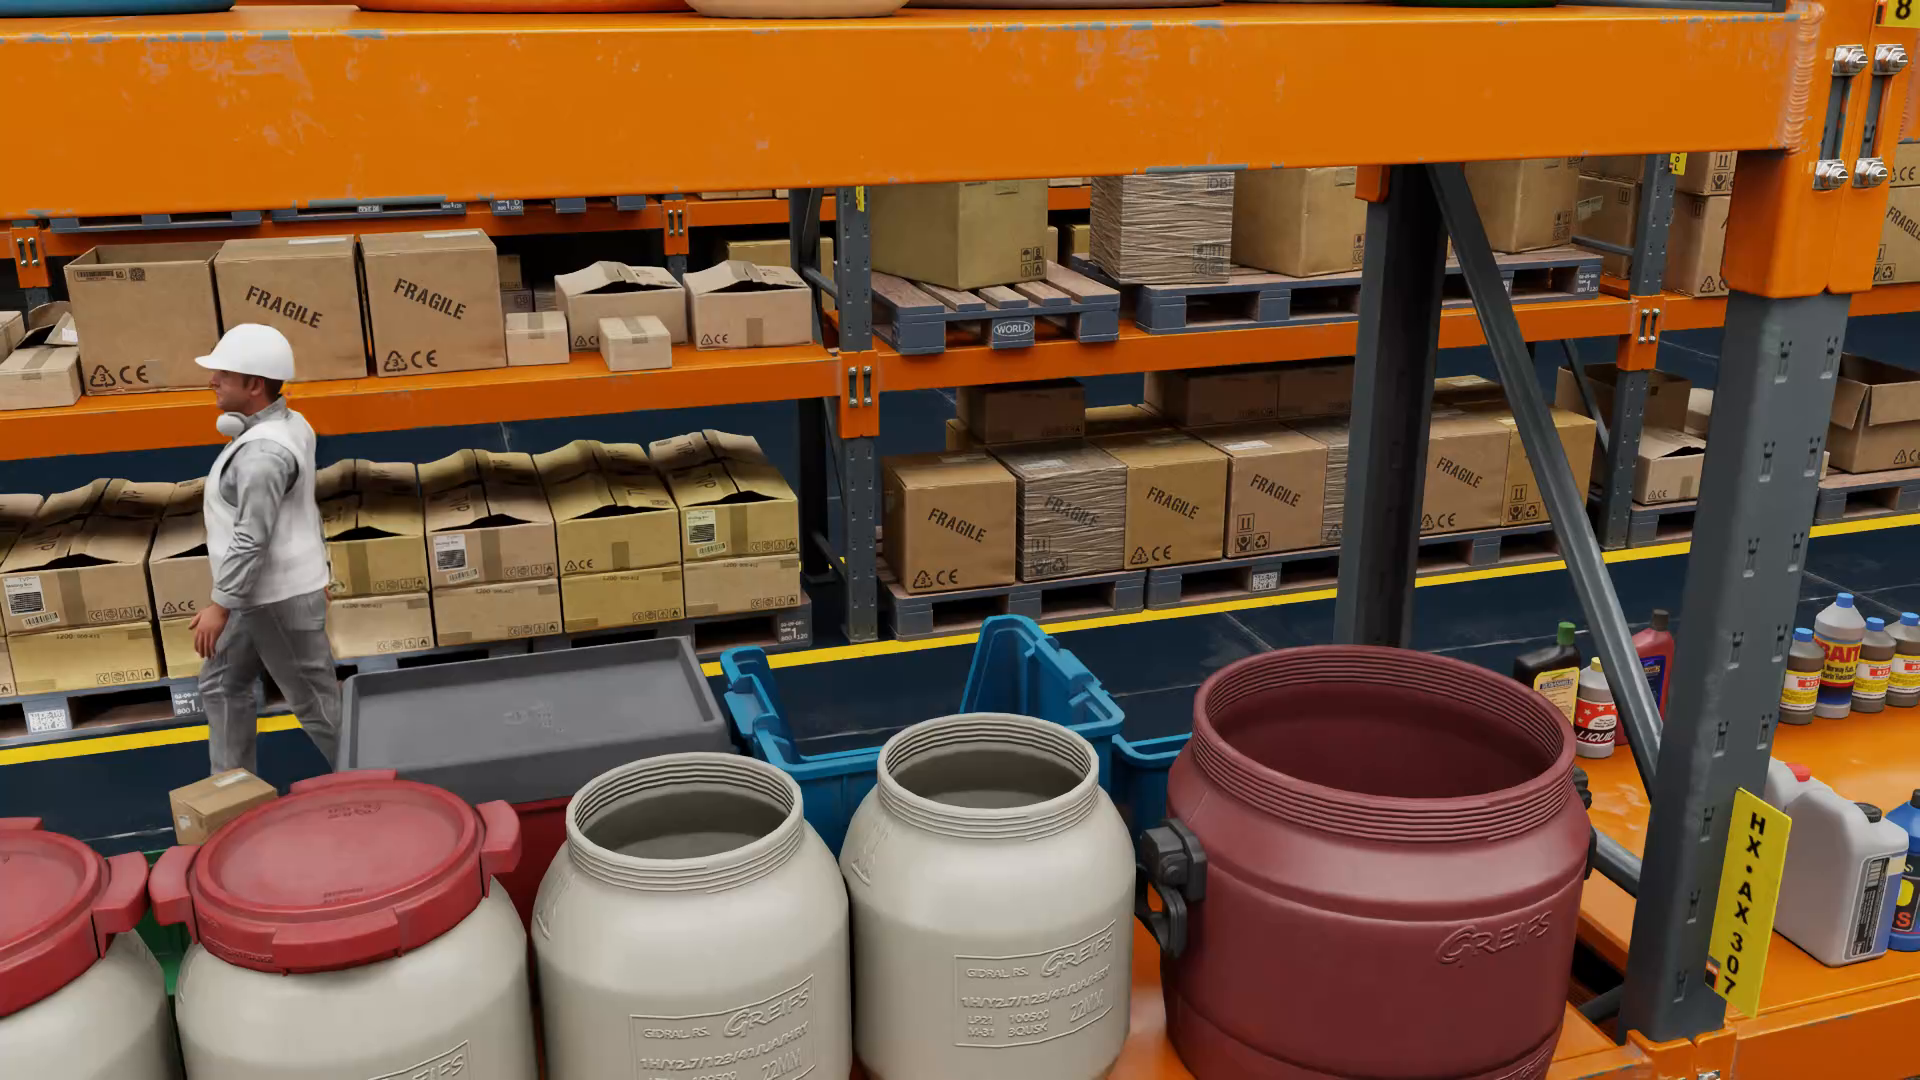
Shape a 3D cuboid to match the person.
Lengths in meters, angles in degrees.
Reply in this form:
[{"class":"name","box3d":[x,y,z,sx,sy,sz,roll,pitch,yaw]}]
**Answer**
[{"class":"person","box3d":[-2.419,0.177,5.469,0.918,1.738,0.569,-7,20,-18]}]
